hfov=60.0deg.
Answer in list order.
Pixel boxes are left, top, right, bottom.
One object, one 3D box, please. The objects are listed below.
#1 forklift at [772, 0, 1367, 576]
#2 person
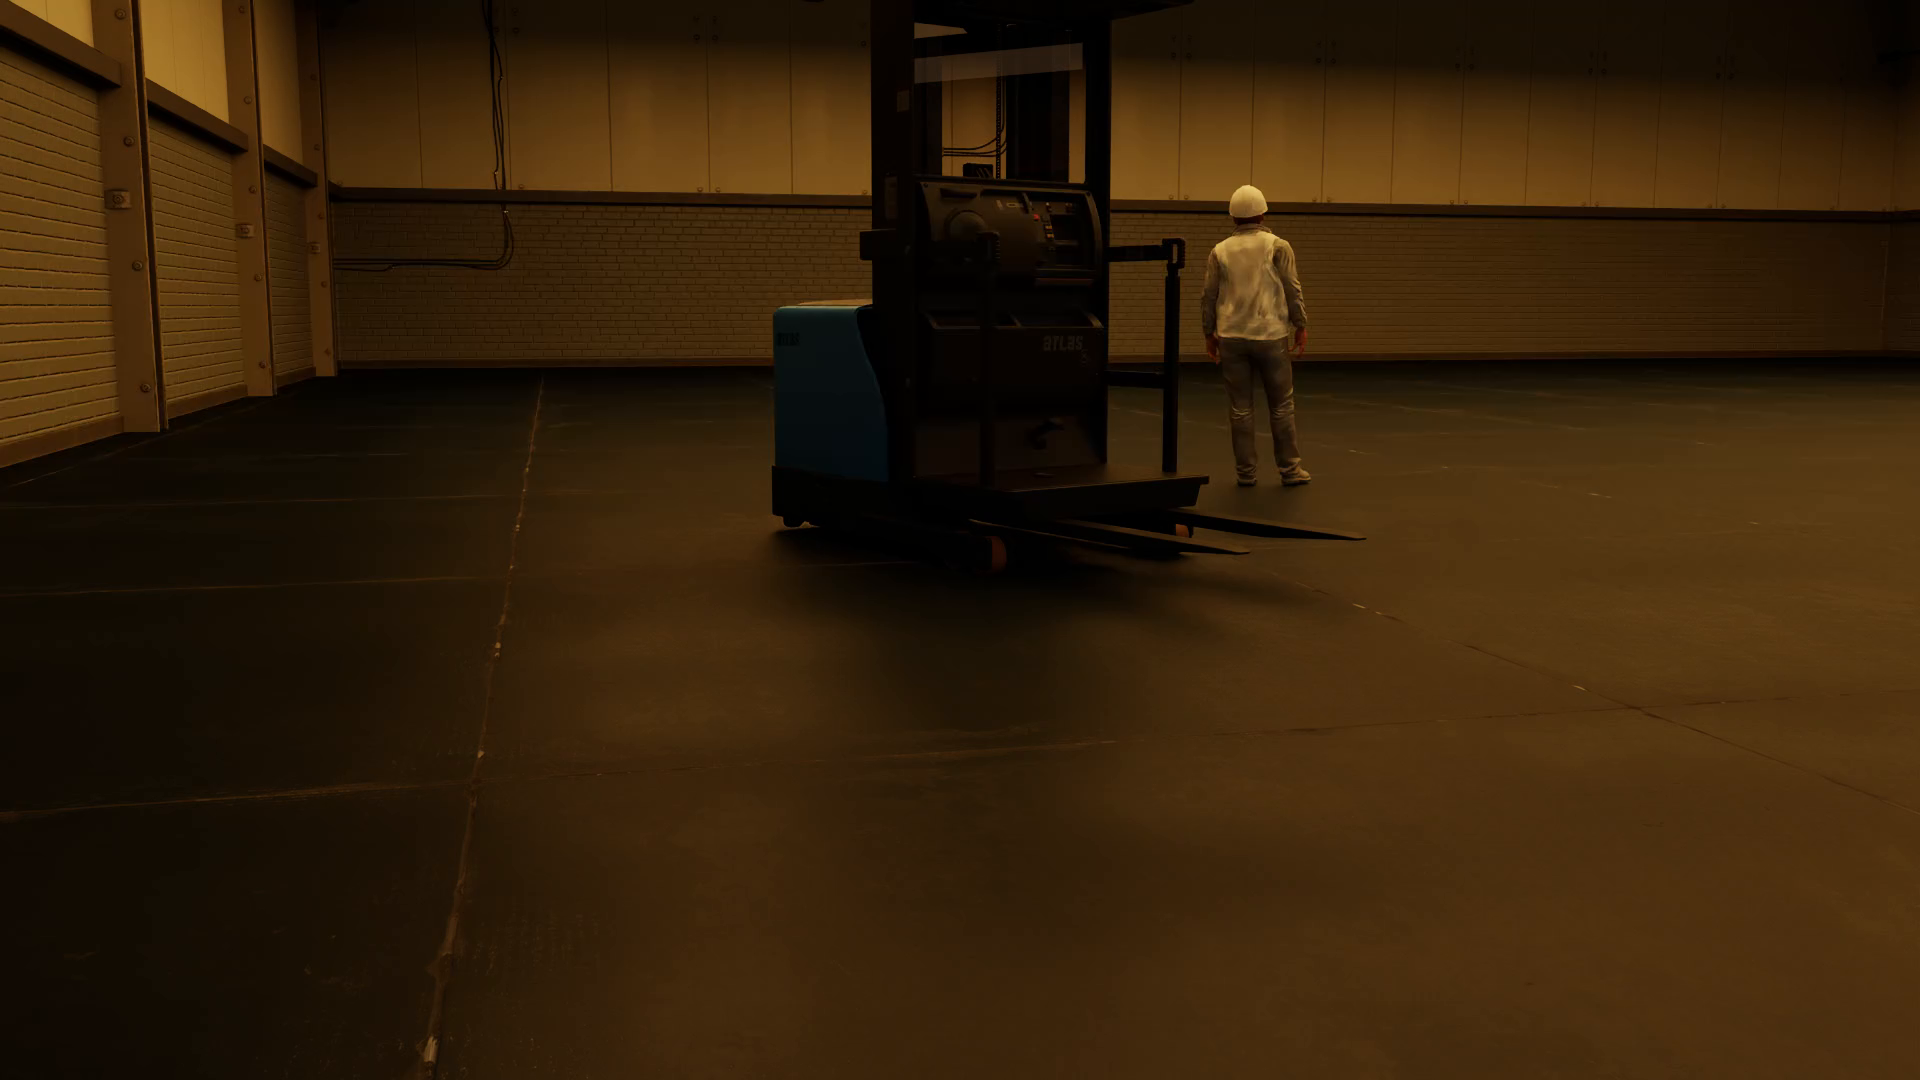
[{"bbox_3d":[0.355,-1.383,7.015,1.130,2.935,3.031,-6,10,-35],"label":"forklift"},{"bbox_3d":[1.785,-1.226,10.007,0.632,1.773,0.569,3,9,21],"label":"person"}]
